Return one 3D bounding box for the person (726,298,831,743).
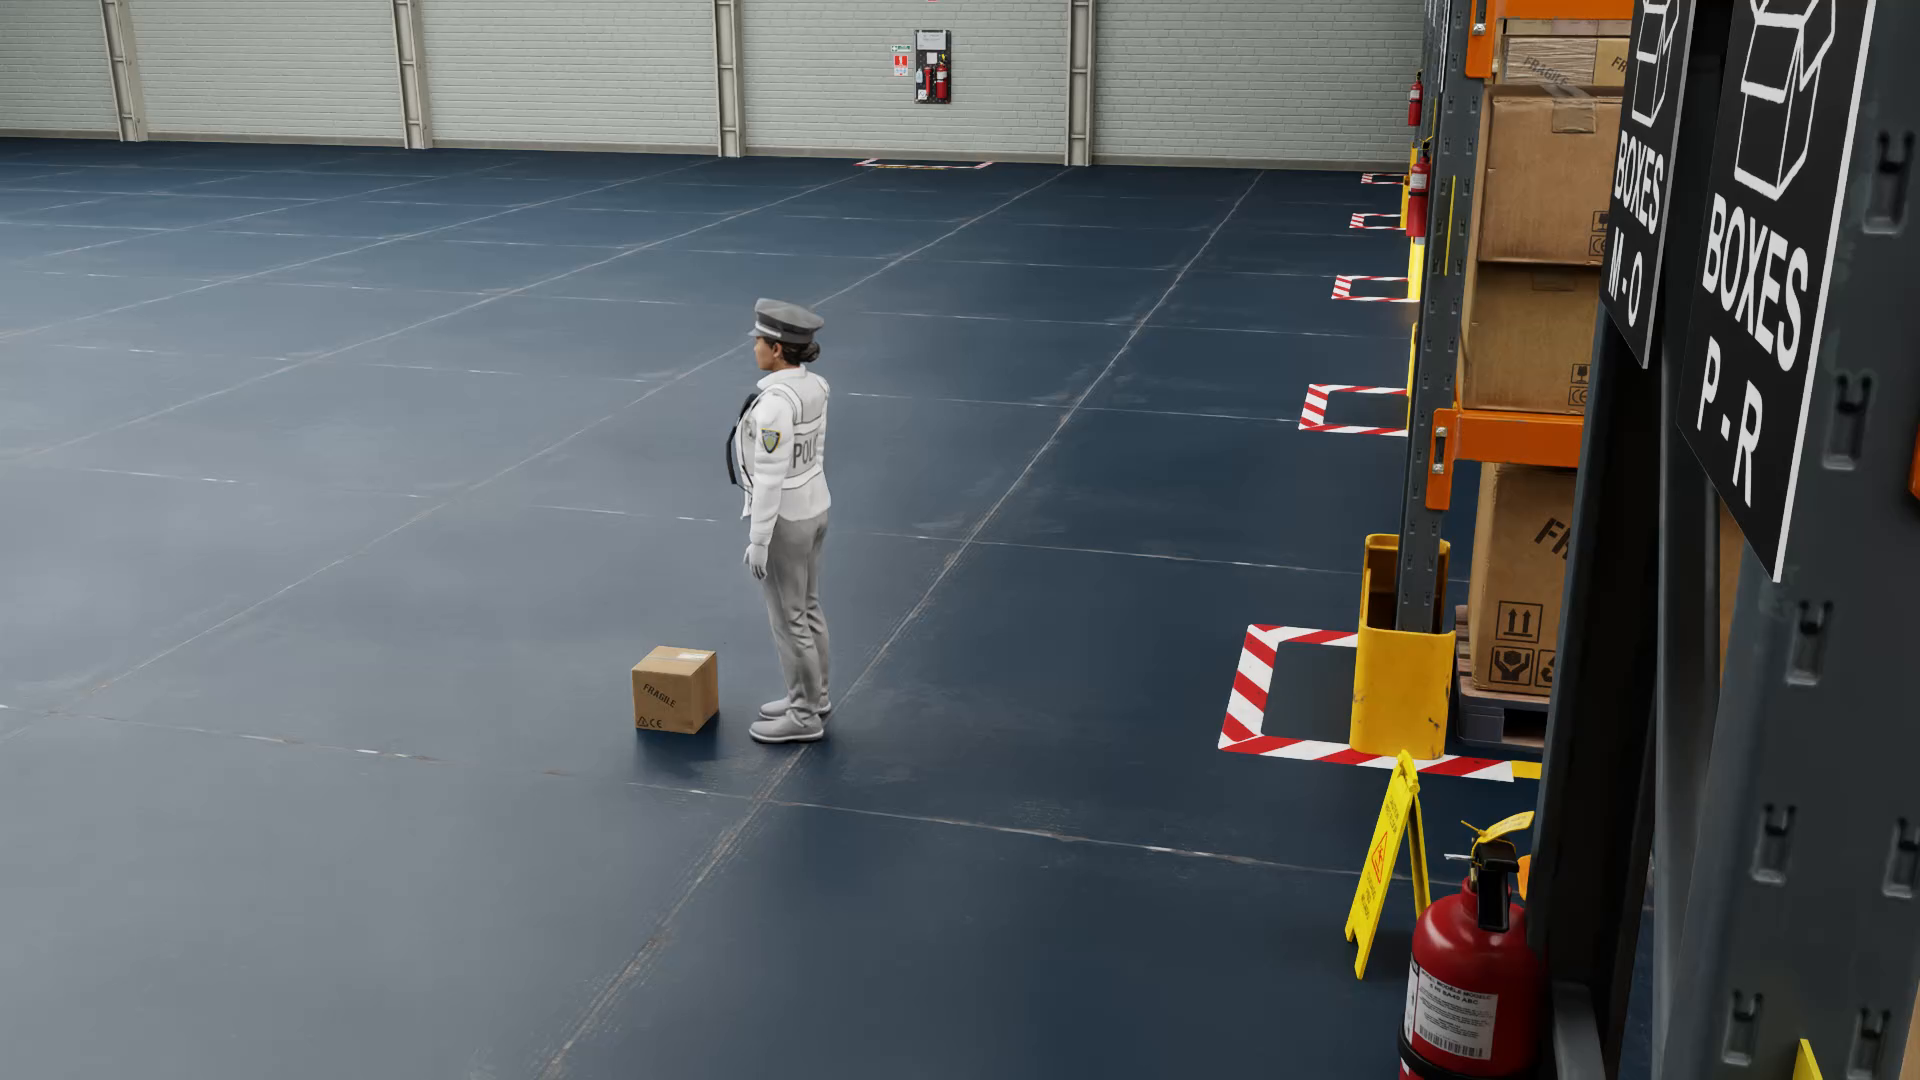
[{"bbox_3d":[-0.662,-0.051,6.184,0.352,1.699,0.496,5,19,14],"label":"person"}]
